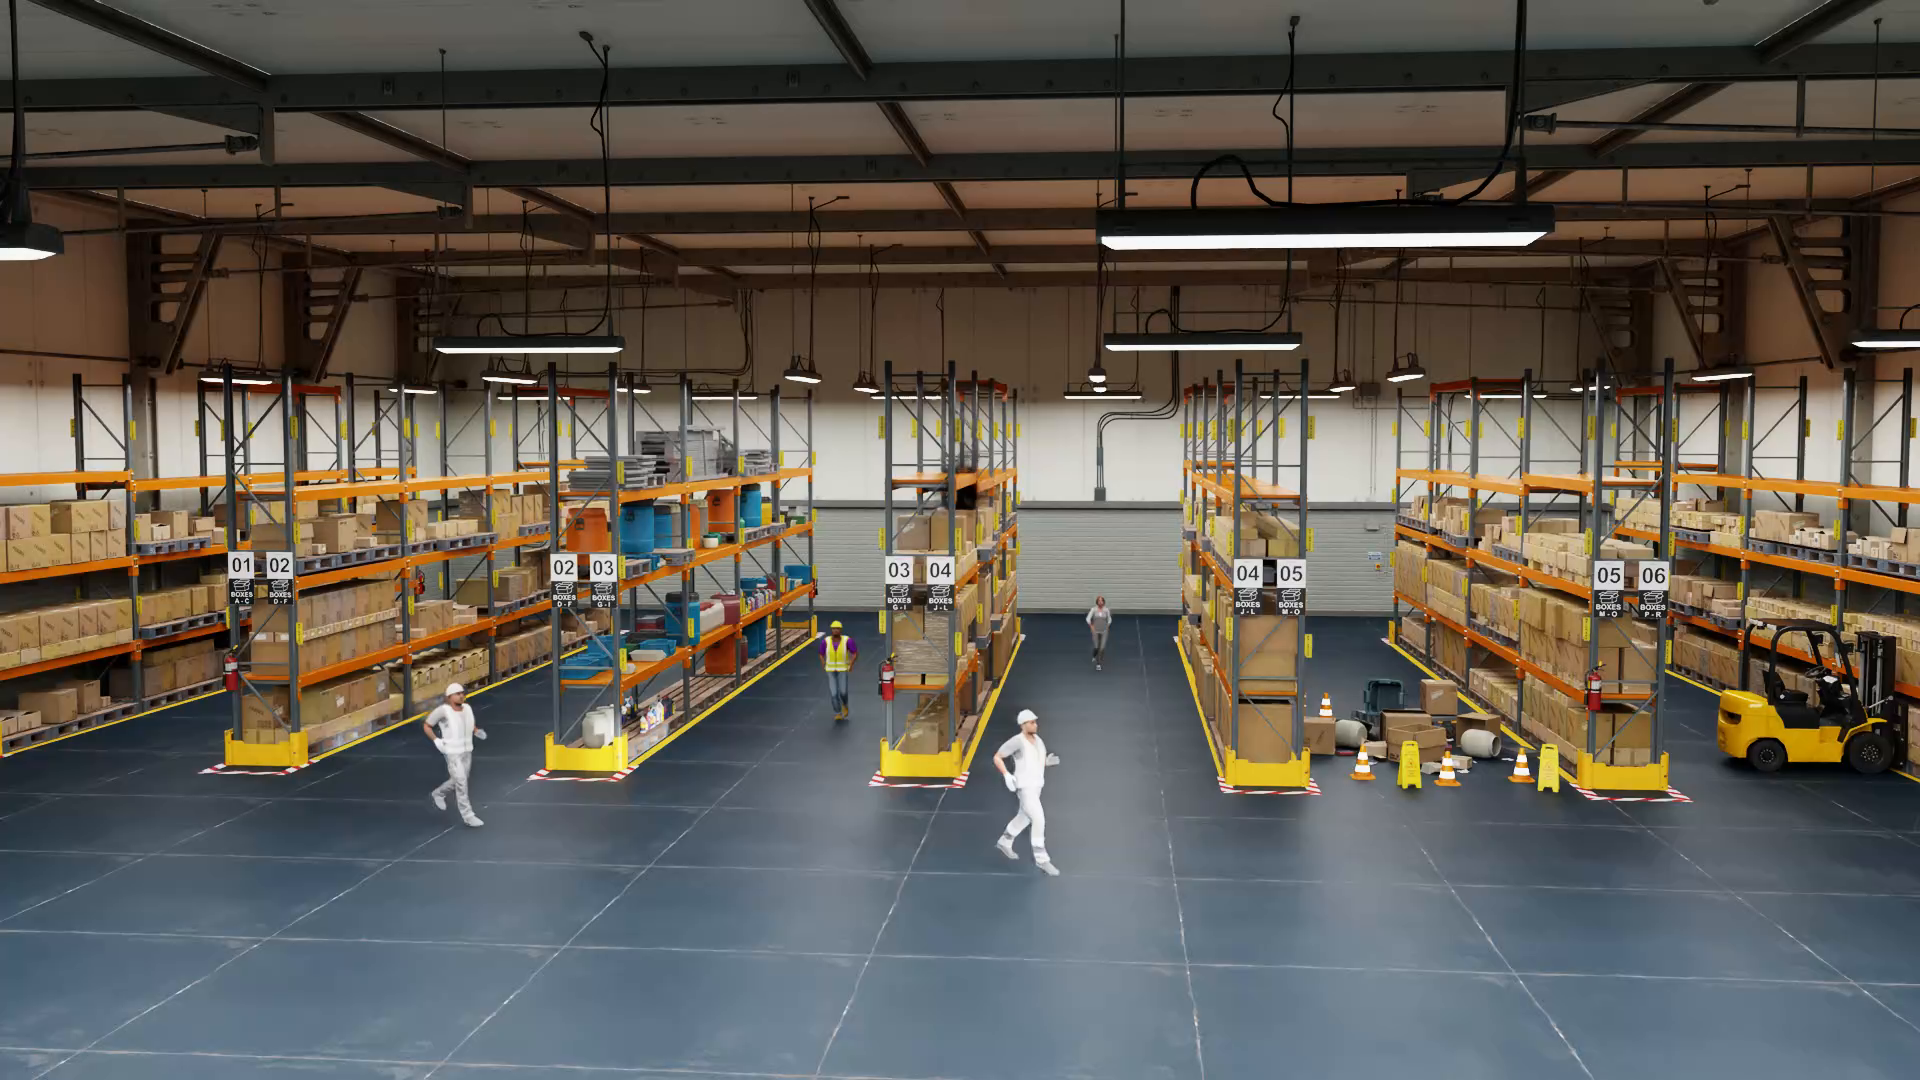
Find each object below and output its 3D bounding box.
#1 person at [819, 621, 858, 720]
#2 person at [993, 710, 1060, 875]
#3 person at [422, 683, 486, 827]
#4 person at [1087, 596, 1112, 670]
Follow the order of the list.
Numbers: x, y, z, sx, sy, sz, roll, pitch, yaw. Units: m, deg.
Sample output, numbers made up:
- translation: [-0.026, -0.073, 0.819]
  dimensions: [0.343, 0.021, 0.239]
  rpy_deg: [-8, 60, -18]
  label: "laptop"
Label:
- translation: [-2.108, 2.249, 28.581]
  dimensions: [0.674, 1.721, 0.569]
  rpy_deg: [0, 4, 4]
  label: "person"
- translation: [0.770, 2.840, 18.939]
  dimensions: [0.910, 1.816, 0.655]
  rpy_deg: [2, 4, 32]
  label: "person"
- translation: [-6.439, 2.716, 21.222]
  dimensions: [0.971, 1.787, 0.683]
  rpy_deg: [2, 4, 30]
  label: "person"
- translation: [2.911, 1.943, 34.671]
  dimensions: [0.518, 1.554, 0.526]
  rpy_deg: [0, 4, -2]
  label: "person"
